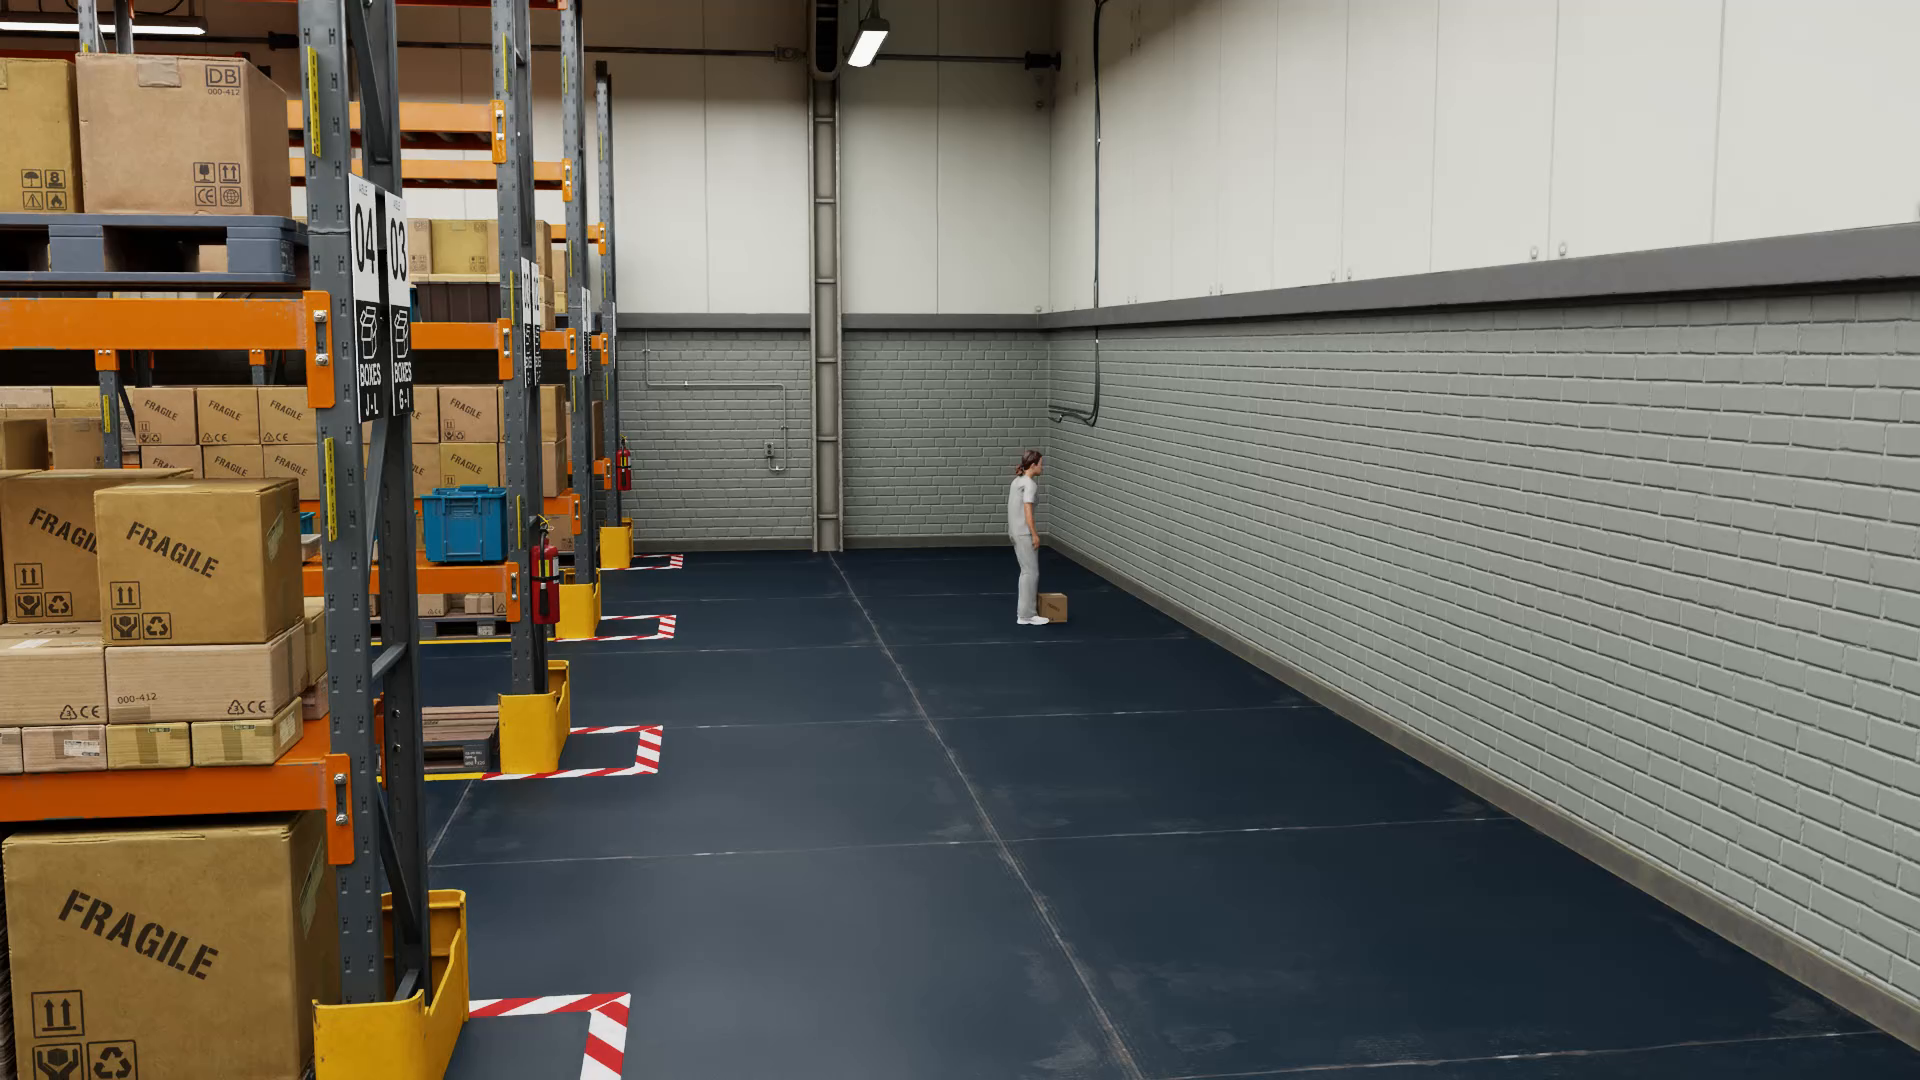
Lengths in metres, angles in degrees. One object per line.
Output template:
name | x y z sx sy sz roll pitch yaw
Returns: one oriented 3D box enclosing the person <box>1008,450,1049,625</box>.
person | 0.679 -0.036 16.136 0.415 1.668 0.514 -1 7 -12
